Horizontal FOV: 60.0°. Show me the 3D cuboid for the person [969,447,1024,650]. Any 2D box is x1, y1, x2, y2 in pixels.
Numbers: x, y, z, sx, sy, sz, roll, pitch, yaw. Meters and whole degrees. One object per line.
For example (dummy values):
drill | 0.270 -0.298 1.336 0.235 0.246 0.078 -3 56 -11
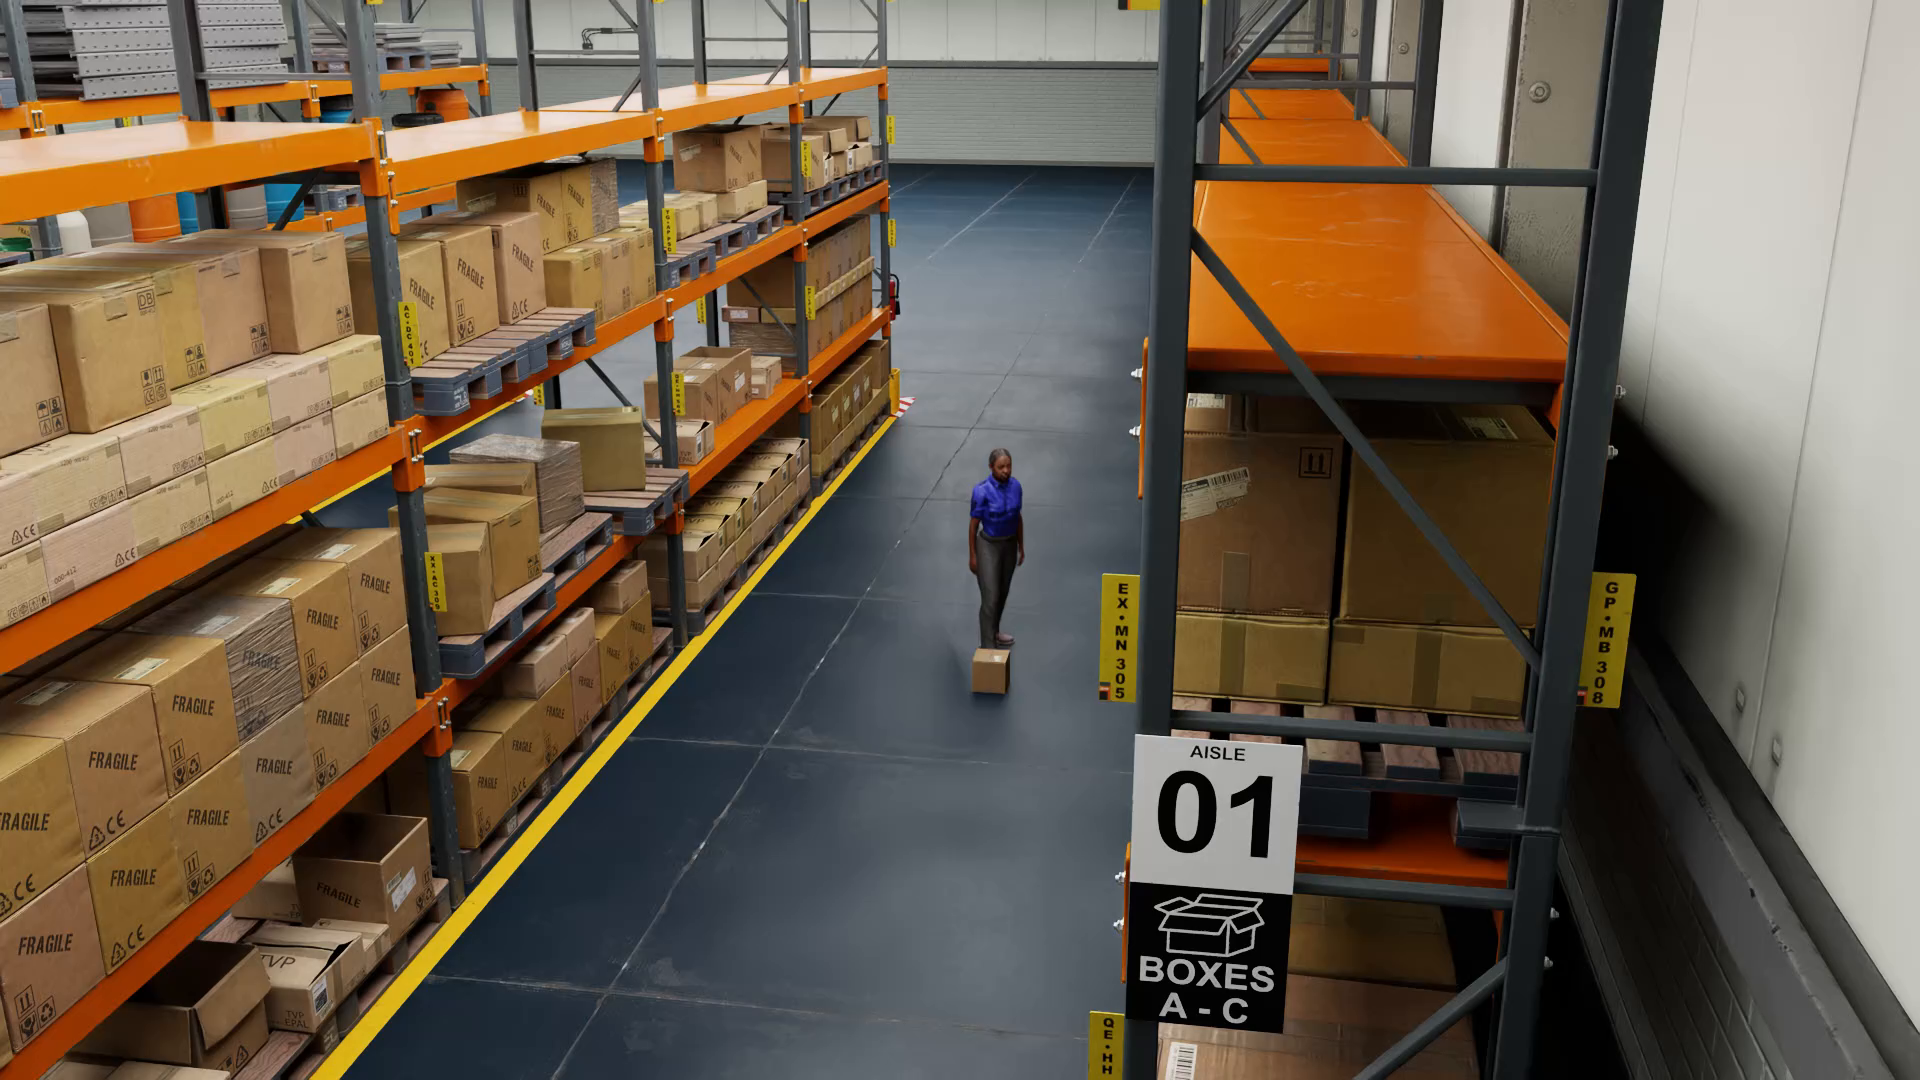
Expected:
person | 0.309 0.103 12.725 0.529 1.631 0.647 -14 23 -36
